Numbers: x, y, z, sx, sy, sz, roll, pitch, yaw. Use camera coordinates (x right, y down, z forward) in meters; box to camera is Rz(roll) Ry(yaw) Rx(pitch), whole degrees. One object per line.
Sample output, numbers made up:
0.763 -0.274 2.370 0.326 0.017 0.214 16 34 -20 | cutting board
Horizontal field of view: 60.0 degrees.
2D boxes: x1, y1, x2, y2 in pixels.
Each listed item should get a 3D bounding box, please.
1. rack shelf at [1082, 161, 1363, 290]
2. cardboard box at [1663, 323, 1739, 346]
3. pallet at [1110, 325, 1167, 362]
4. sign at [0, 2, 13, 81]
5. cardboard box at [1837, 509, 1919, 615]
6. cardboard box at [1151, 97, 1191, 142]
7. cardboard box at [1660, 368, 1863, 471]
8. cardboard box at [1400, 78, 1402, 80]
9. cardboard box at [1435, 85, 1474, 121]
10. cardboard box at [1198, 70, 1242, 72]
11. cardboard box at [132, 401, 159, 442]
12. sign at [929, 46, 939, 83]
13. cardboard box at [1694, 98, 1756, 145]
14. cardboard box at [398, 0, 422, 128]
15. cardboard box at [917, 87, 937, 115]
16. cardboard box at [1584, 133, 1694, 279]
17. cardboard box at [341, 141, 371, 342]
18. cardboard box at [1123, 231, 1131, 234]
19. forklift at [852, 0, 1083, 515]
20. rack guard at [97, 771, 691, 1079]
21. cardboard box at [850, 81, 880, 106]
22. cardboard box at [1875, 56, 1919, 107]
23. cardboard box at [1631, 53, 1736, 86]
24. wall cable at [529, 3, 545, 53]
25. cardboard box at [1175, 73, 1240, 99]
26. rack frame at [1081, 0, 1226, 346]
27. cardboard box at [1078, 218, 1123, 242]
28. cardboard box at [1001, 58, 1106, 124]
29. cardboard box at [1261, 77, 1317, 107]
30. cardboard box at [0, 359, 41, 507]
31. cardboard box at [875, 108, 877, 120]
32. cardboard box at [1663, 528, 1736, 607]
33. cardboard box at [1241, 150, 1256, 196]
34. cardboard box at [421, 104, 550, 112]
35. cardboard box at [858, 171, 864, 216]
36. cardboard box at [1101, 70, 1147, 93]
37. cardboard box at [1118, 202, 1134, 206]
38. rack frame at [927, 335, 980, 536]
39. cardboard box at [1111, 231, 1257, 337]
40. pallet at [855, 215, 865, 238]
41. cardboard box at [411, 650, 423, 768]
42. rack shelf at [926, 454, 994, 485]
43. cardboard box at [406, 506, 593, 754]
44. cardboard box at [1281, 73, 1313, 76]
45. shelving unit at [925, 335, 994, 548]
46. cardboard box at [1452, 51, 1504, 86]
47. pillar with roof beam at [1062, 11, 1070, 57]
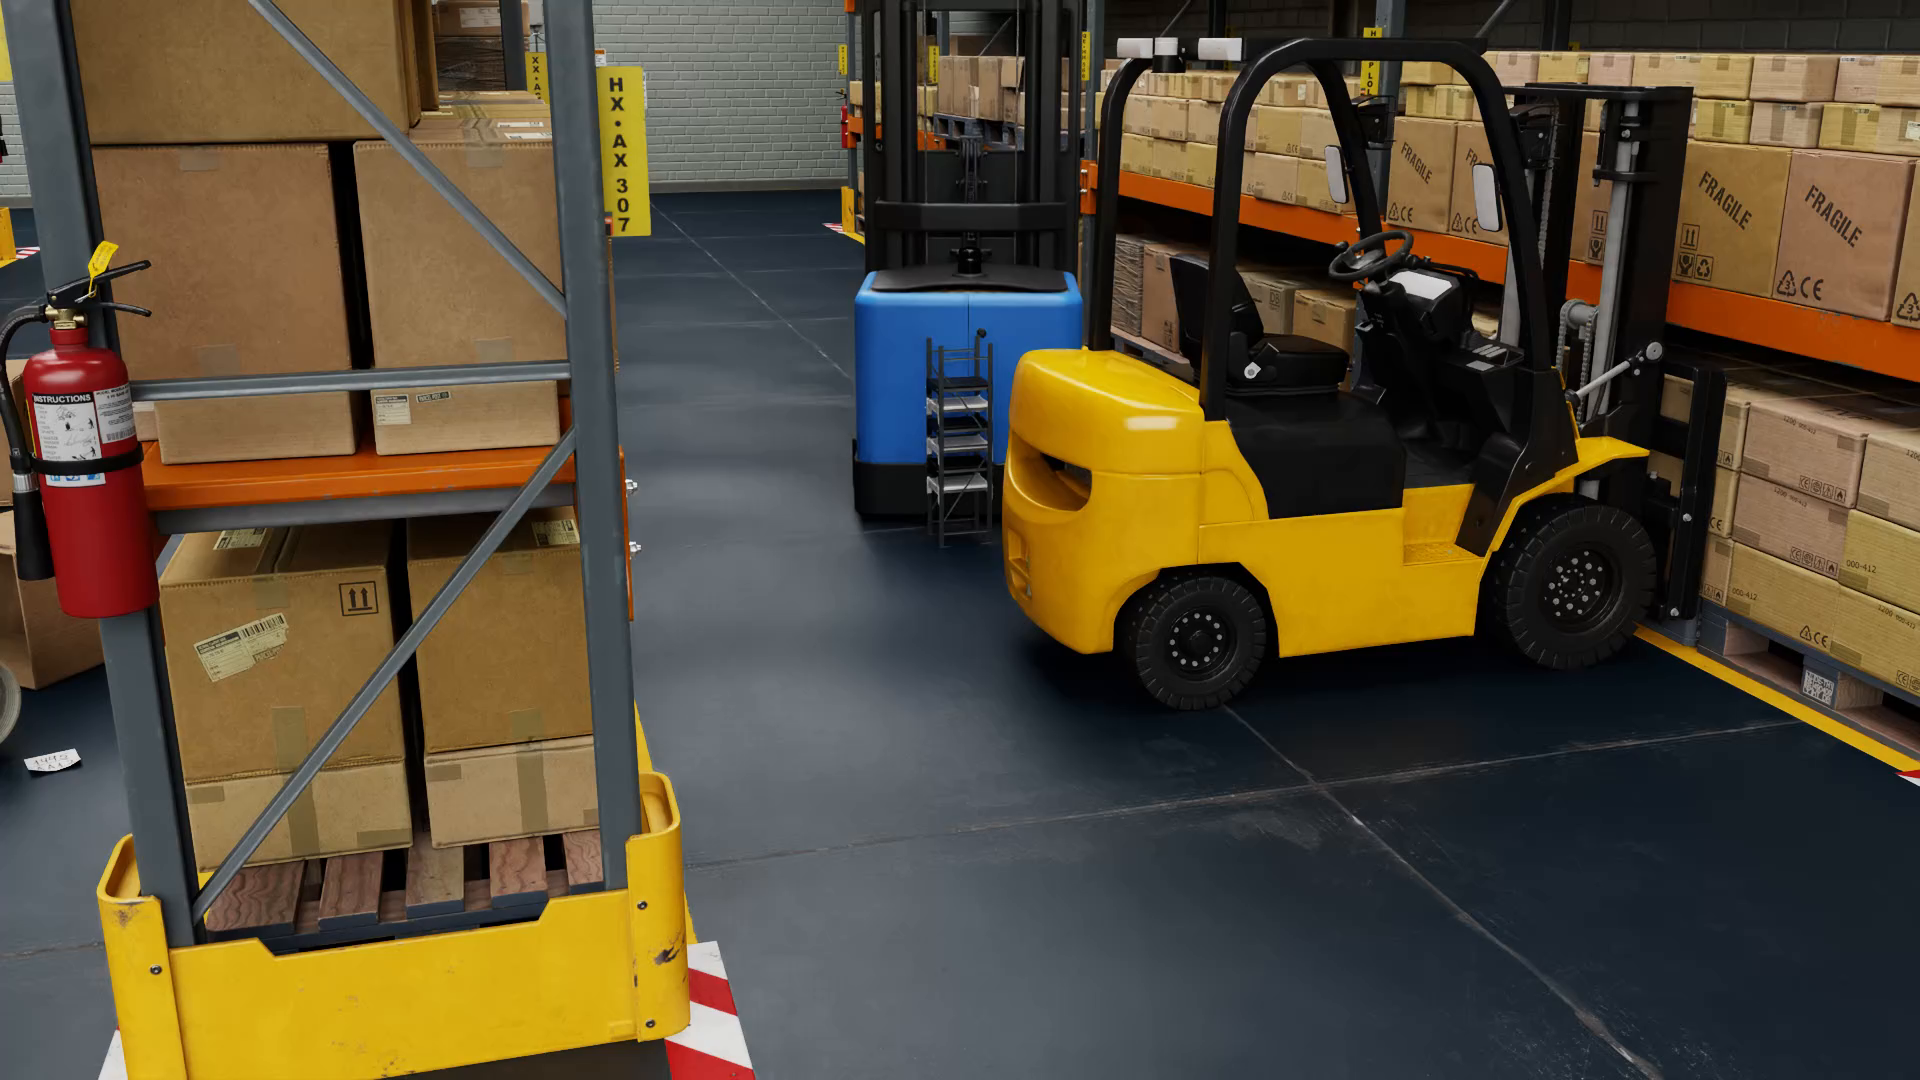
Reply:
1.934 -2.014 10.192 1.077 0.370 4.000 -5 17 -15 | rack shelf
3.085 -0.767 7.104 0.500 0.250 0.500 -5 17 -15 | cardboard box
1.573 -1.345 11.563 1.003 0.211 1.213 -5 17 -15 | pallet
-1.728 -0.973 2.914 0.100 0.325 0.005 -5 17 -15 | sign
3.149 0.068 5.192 0.500 0.250 0.500 -5 17 -16 | cardboard box
1.534 -2.652 10.459 0.500 0.250 0.500 -5 17 -17 | cardboard box
2.862 -0.444 6.027 0.500 0.250 0.500 -4 17 -15 | cardboard box
2.502 -2.425 9.010 0.380 0.149 0.250 -5 17 -15 | cardboard box
2.391 -1.983 7.538 0.380 0.149 0.250 -4 17 -14 | cardboard box
1.848 -3.132 11.365 0.380 0.149 0.250 -4 17 -14 | cardboard box
-1.673 -0.333 3.782 0.380 0.149 0.250 -5 17 -16 | cardboard box
-0.234 -4.387 15.339 0.100 0.325 0.005 -5 17 -15 | sign
2.842 -1.484 5.876 0.380 0.149 0.250 -5 17 -15 | cardboard box
-1.671 -1.239 3.933 0.700 0.500 0.500 -5 17 -15 | cardboard box
-0.241 -4.347 16.454 0.500 0.250 0.500 -5 17 -15 | cardboard box
2.772 -1.286 6.345 0.500 0.500 0.500 -5 17 -15 | cardboard box
-1.736 -0.763 4.086 0.500 0.500 0.500 -5 17 -15 | cardboard box
1.422 -2.191 13.148 0.500 0.500 0.500 -5 17 -15 | cardboard box
0.063 -1.883 8.626 1.130 2.935 3.031 0 17 1 | forklift
-1.209 0.871 3.683 1.175 0.500 0.348 -5 17 -15 | rack guard
-0.948 -5.048 18.787 0.500 0.250 0.500 -5 17 -15 | cardboard box
3.086 -1.418 5.140 0.380 0.149 0.250 -4 17 -14 | cardboard box
2.802 -1.777 6.334 0.380 0.149 0.250 -5 17 -15 | cardboard box
-5.797 -6.891 23.411 0.588 1.984 0.122 -5 17 -15 | wall cable
1.554 -2.802 10.266 0.380 0.149 0.250 -4 17 -14 | cardboard box
1.384 -2.911 11.930 1.000 3.000 0.127 -5 17 -15 | rack frame
1.005 -2.343 12.524 0.380 0.149 0.250 -6 18 -18 | cardboard box
0.758 -3.599 13.309 0.797 0.503 0.637 -5 17 -17 | cardboard box
1.872 -2.444 9.075 0.380 0.149 0.250 -5 18 -17 | cardboard box
-3.991 -0.428 6.691 0.500 0.500 0.500 -5 17 -15 | cardboard box
-0.757 -4.680 18.254 0.380 0.149 0.250 -4 17 -14 | cardboard box
2.894 0.035 6.171 0.500 0.250 0.500 -5 17 -15 | cardboard box
1.843 -2.130 9.590 0.500 0.250 0.500 -5 17 -15 | cardboard box
-1.486 -1.072 5.117 0.500 0.500 0.500 -5 17 -16 | cardboard box
-0.737 -3.953 19.007 0.797 0.503 0.637 -5 18 -17 | cardboard box
1.189 -3.158 11.451 0.380 0.149 0.250 -4 17 -14 | cardboard box
1.244 -2.684 13.660 0.380 0.149 0.250 -5 17 -16 | cardboard box
-0.029 -0.461 7.423 0.240 0.900 0.006 -5 17 -15 | rack frame
1.543 -1.802 11.633 0.875 0.625 0.625 -4 17 -13 | cardboard box
-0.573 -3.547 18.894 1.003 0.211 1.213 -5 17 -15 | pallet
-1.804 0.465 4.741 0.500 0.250 0.500 -5 17 -15 | cardboard box
-0.002 -0.315 7.364 0.258 0.077 0.200 -5 17 -15 | rack shelf
-1.151 0.200 4.318 0.500 0.500 0.500 -5 18 -17 | cardboard box
2.109 -2.773 10.167 0.380 0.149 0.250 -4 17 -14 | cardboard box
-0.002 -0.433 7.329 0.258 0.900 0.210 -5 17 -15 | shelving unit
2.462 -2.130 7.512 0.380 0.149 0.250 -4 17 -14 | cardboard box
-3.179 -6.814 14.496 9.100 9.000 0.400 -5 17 -15 | pillar with roof beam
